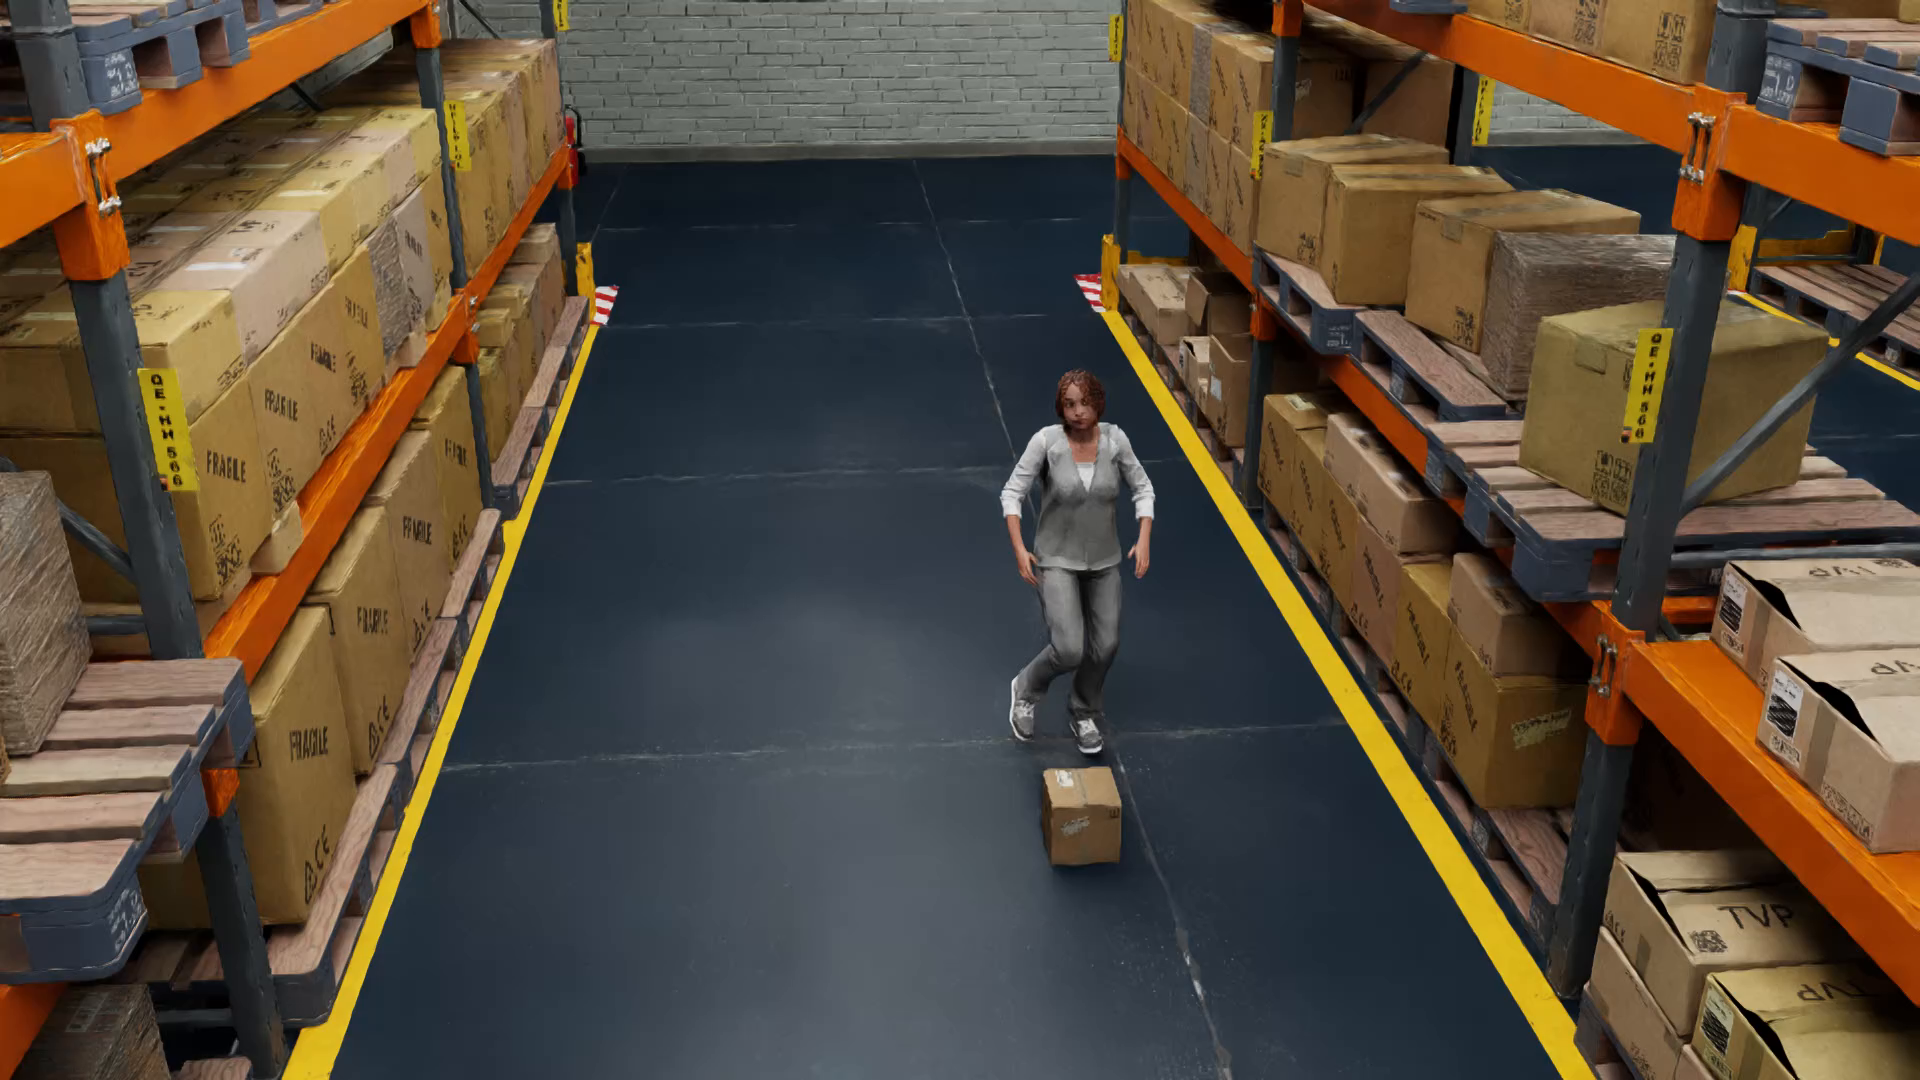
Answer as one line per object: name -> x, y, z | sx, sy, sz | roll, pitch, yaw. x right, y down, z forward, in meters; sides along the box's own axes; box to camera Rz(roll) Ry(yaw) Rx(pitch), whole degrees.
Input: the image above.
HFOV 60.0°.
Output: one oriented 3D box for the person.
person -> 0.489, 0.112, 6.418 | 0.584, 1.557, 0.435 | -8, 25, -17
